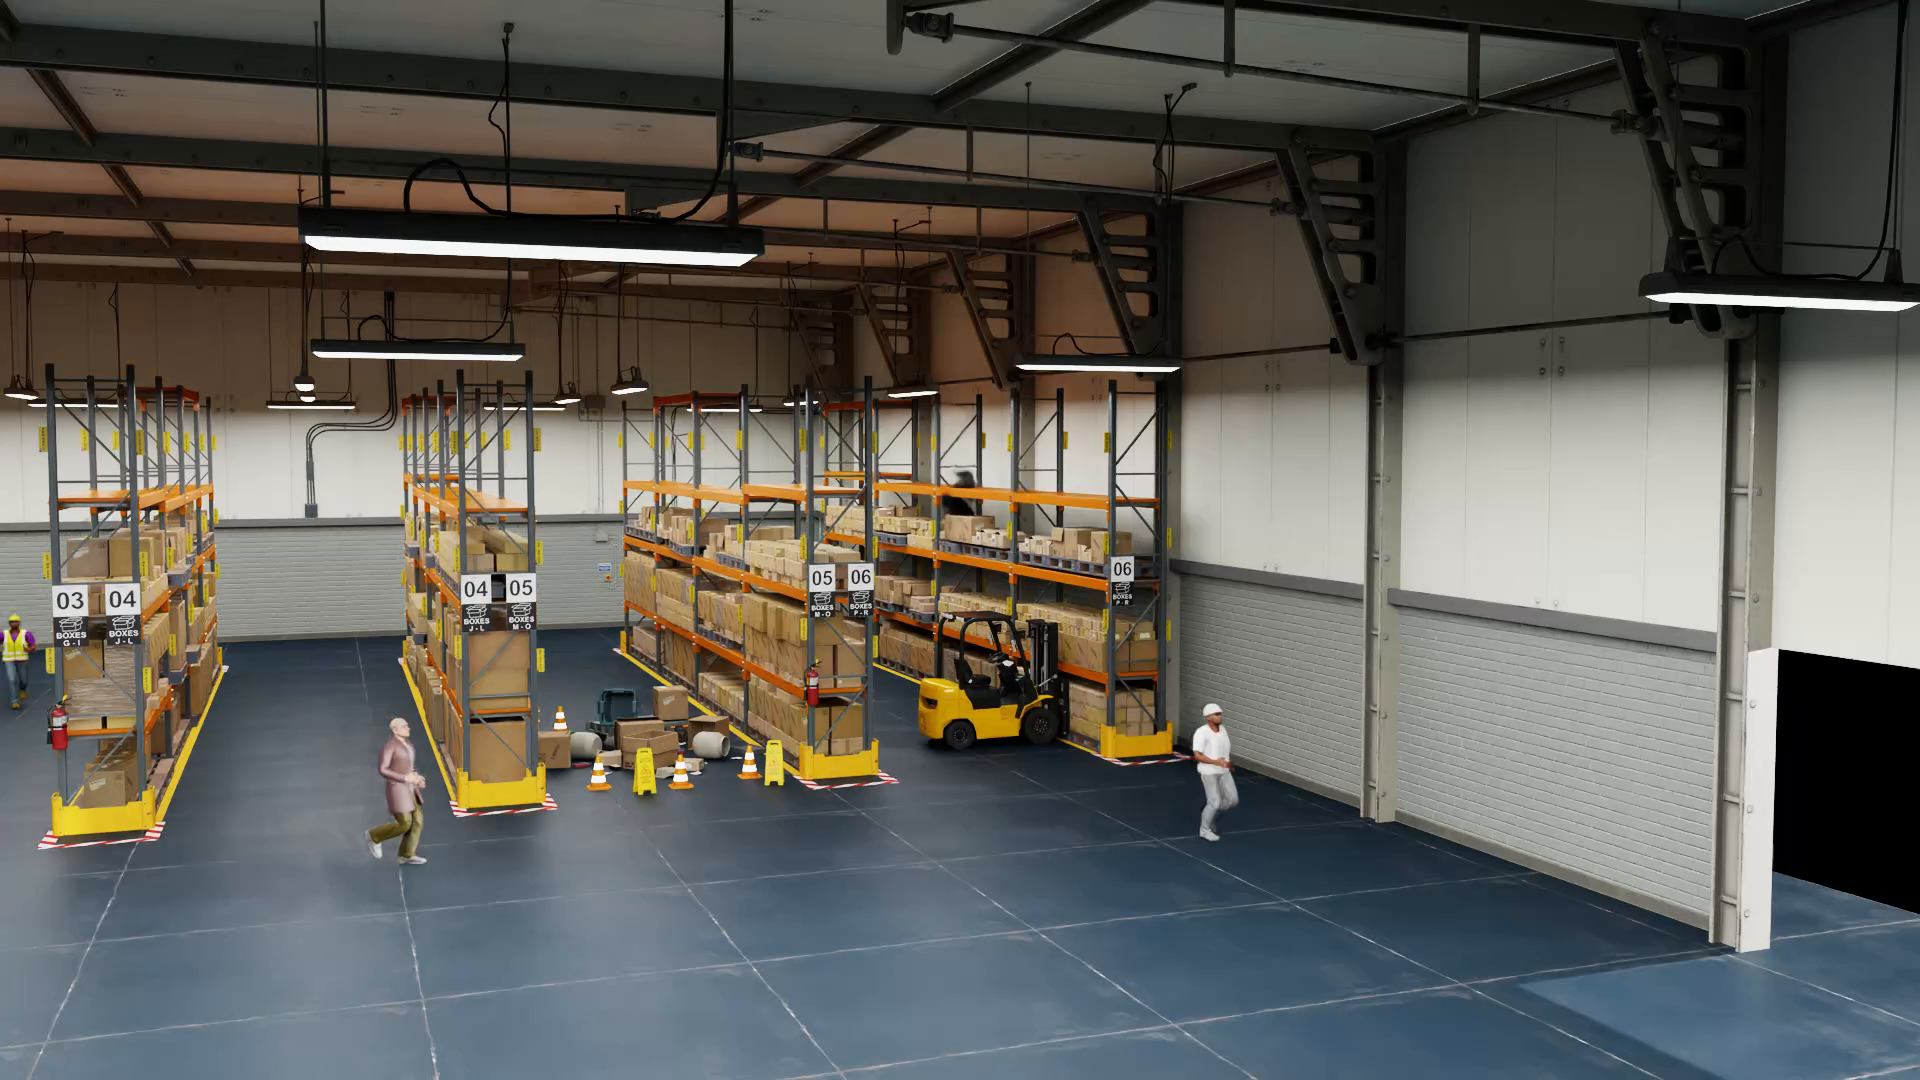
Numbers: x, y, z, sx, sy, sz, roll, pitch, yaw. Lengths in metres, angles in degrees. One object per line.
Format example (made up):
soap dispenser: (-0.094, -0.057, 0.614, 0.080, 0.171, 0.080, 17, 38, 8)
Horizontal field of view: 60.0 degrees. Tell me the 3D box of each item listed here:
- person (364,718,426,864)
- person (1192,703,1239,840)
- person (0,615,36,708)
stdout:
person: (-6.675, 3.076, 19.738, 0.750, 1.535, 0.709, 1, 3, 9)
person: (3.233, 2.914, 20.888, 0.692, 1.724, 0.582, -3, 4, -40)
person: (-17.905, 2.292, 31.517, 0.715, 1.740, 0.854, -2, 4, -30)
